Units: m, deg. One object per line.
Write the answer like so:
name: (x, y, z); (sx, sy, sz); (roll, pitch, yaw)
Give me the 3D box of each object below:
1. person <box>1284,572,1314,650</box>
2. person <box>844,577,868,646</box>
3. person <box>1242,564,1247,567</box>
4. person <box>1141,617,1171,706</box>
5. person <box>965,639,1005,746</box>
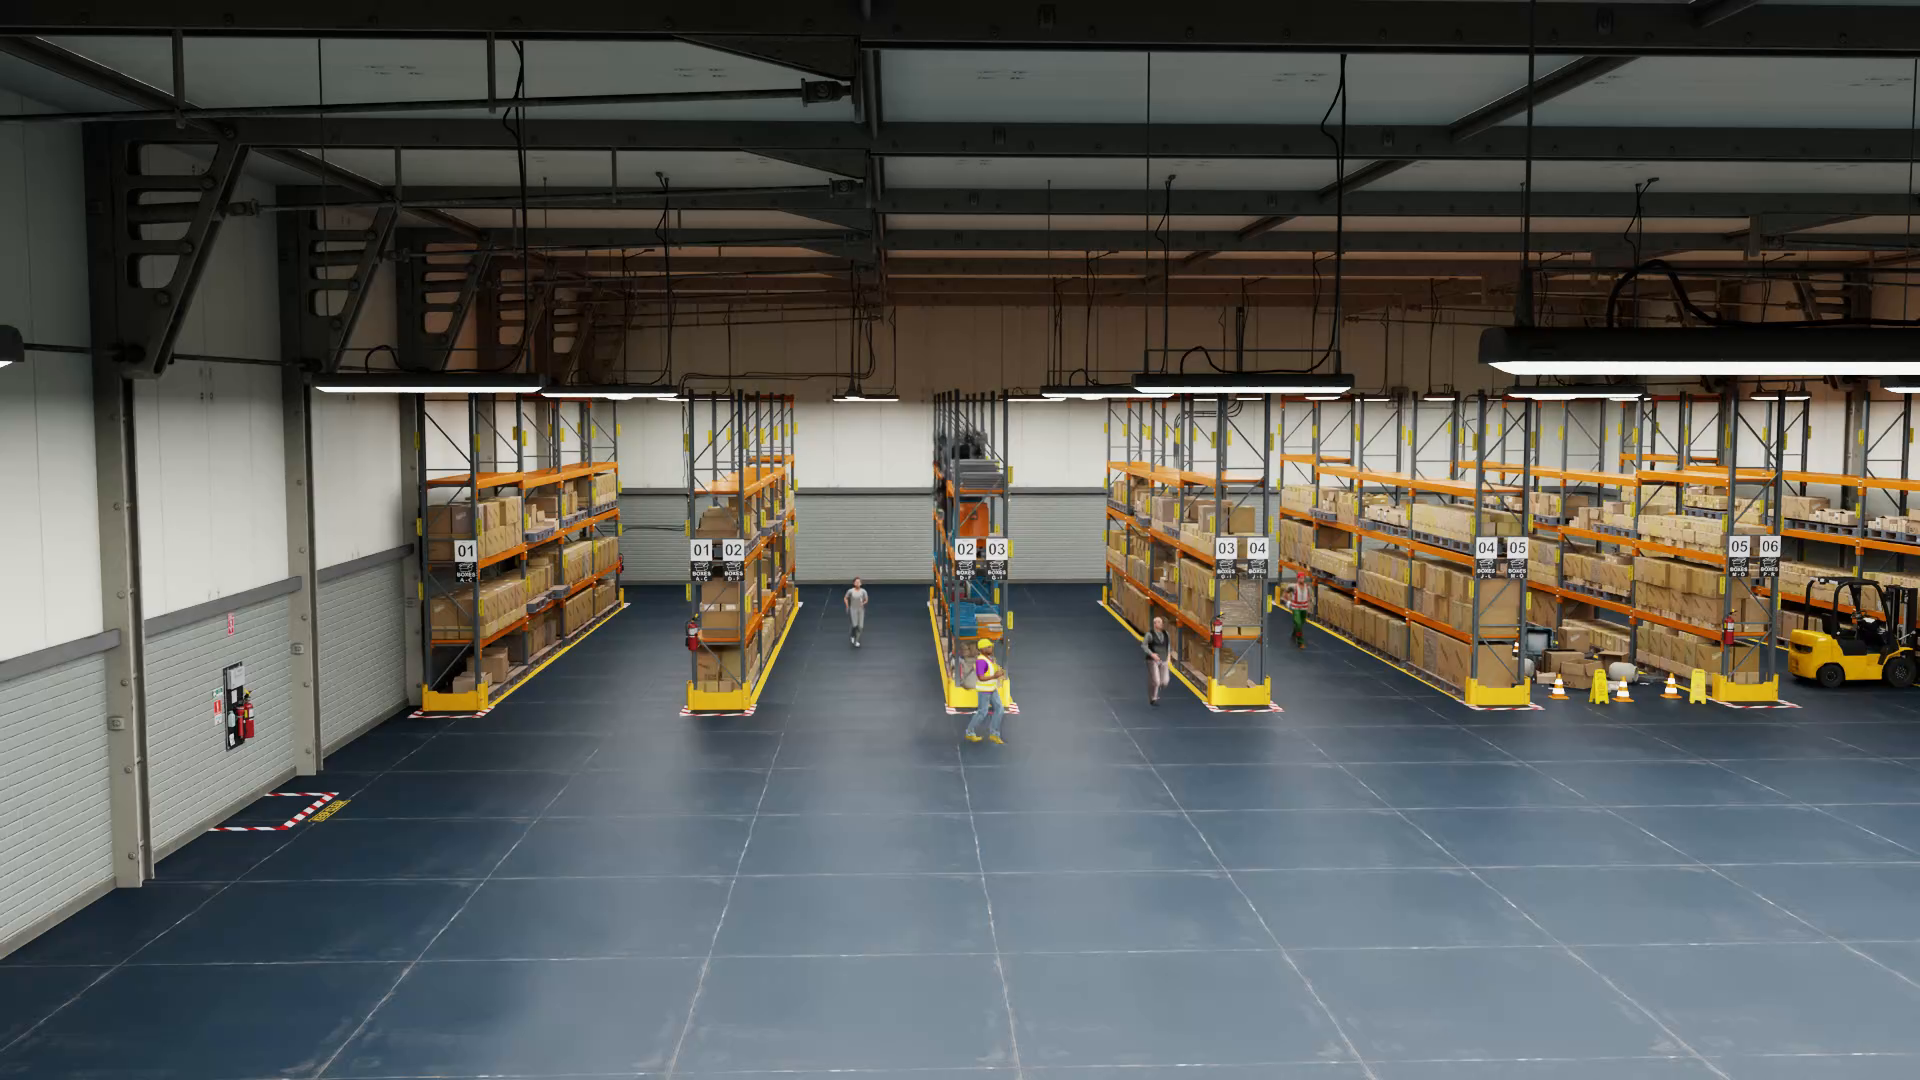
person: (7.979, 1.637, 39.142); (0.607, 1.791, 0.992); (-1, 5, -13)
person: (-2.427, 1.700, 39.262); (0.550, 1.629, 0.565); (-1, 5, -14)
person: (7.947, 1.049, 46.626); (0.721, 1.787, 0.764); (0, 5, 0)
person: (3.766, 2.316, 31.710); (0.700, 1.694, 0.610); (-2, 5, -25)
person: (0.446, 2.564, 27.922); (0.730, 1.822, 0.674); (2, 5, 22)
